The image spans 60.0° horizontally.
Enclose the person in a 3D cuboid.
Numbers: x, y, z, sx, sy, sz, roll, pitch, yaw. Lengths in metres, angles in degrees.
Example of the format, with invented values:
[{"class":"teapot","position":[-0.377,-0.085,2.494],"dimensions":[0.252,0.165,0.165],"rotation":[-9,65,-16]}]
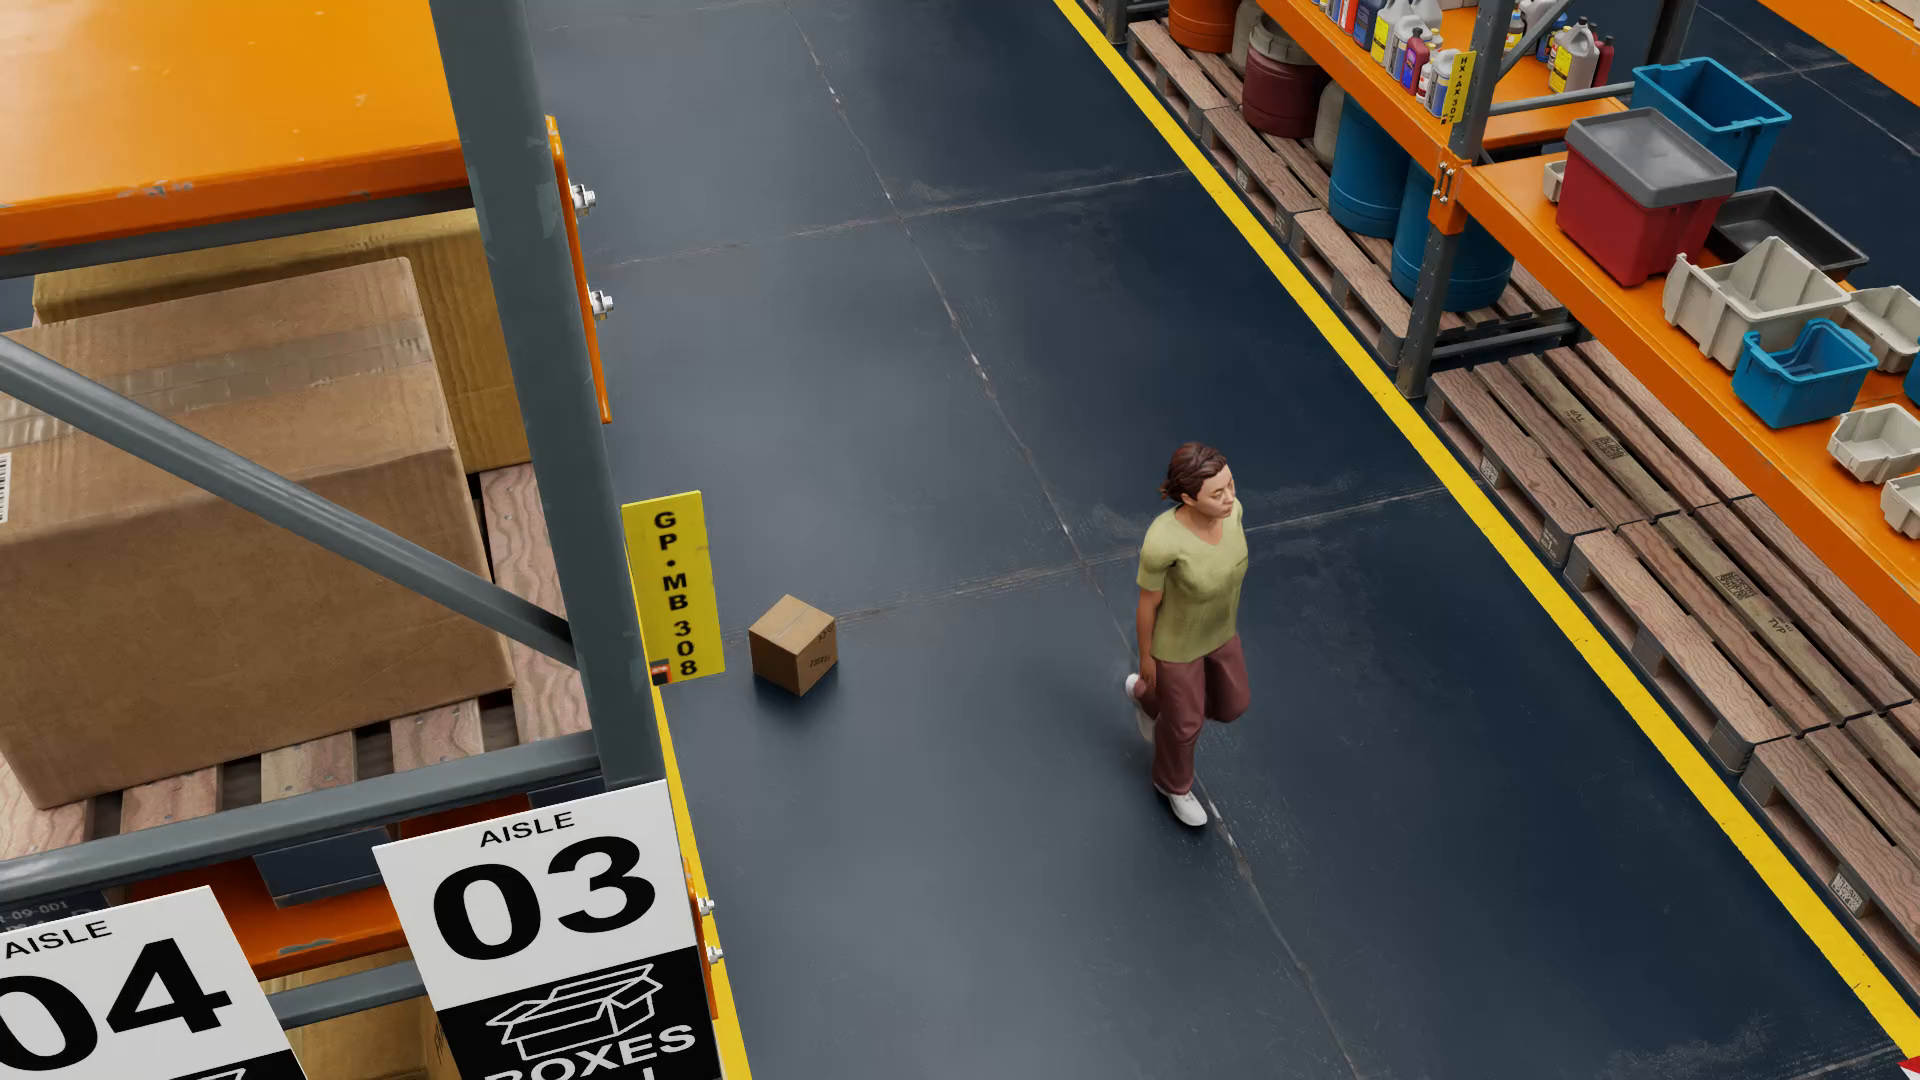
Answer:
[{"class":"person","position":[0.768,0.305,5.801],"dimensions":[0.445,1.652,0.553],"rotation":[-27,49,-26]}]
